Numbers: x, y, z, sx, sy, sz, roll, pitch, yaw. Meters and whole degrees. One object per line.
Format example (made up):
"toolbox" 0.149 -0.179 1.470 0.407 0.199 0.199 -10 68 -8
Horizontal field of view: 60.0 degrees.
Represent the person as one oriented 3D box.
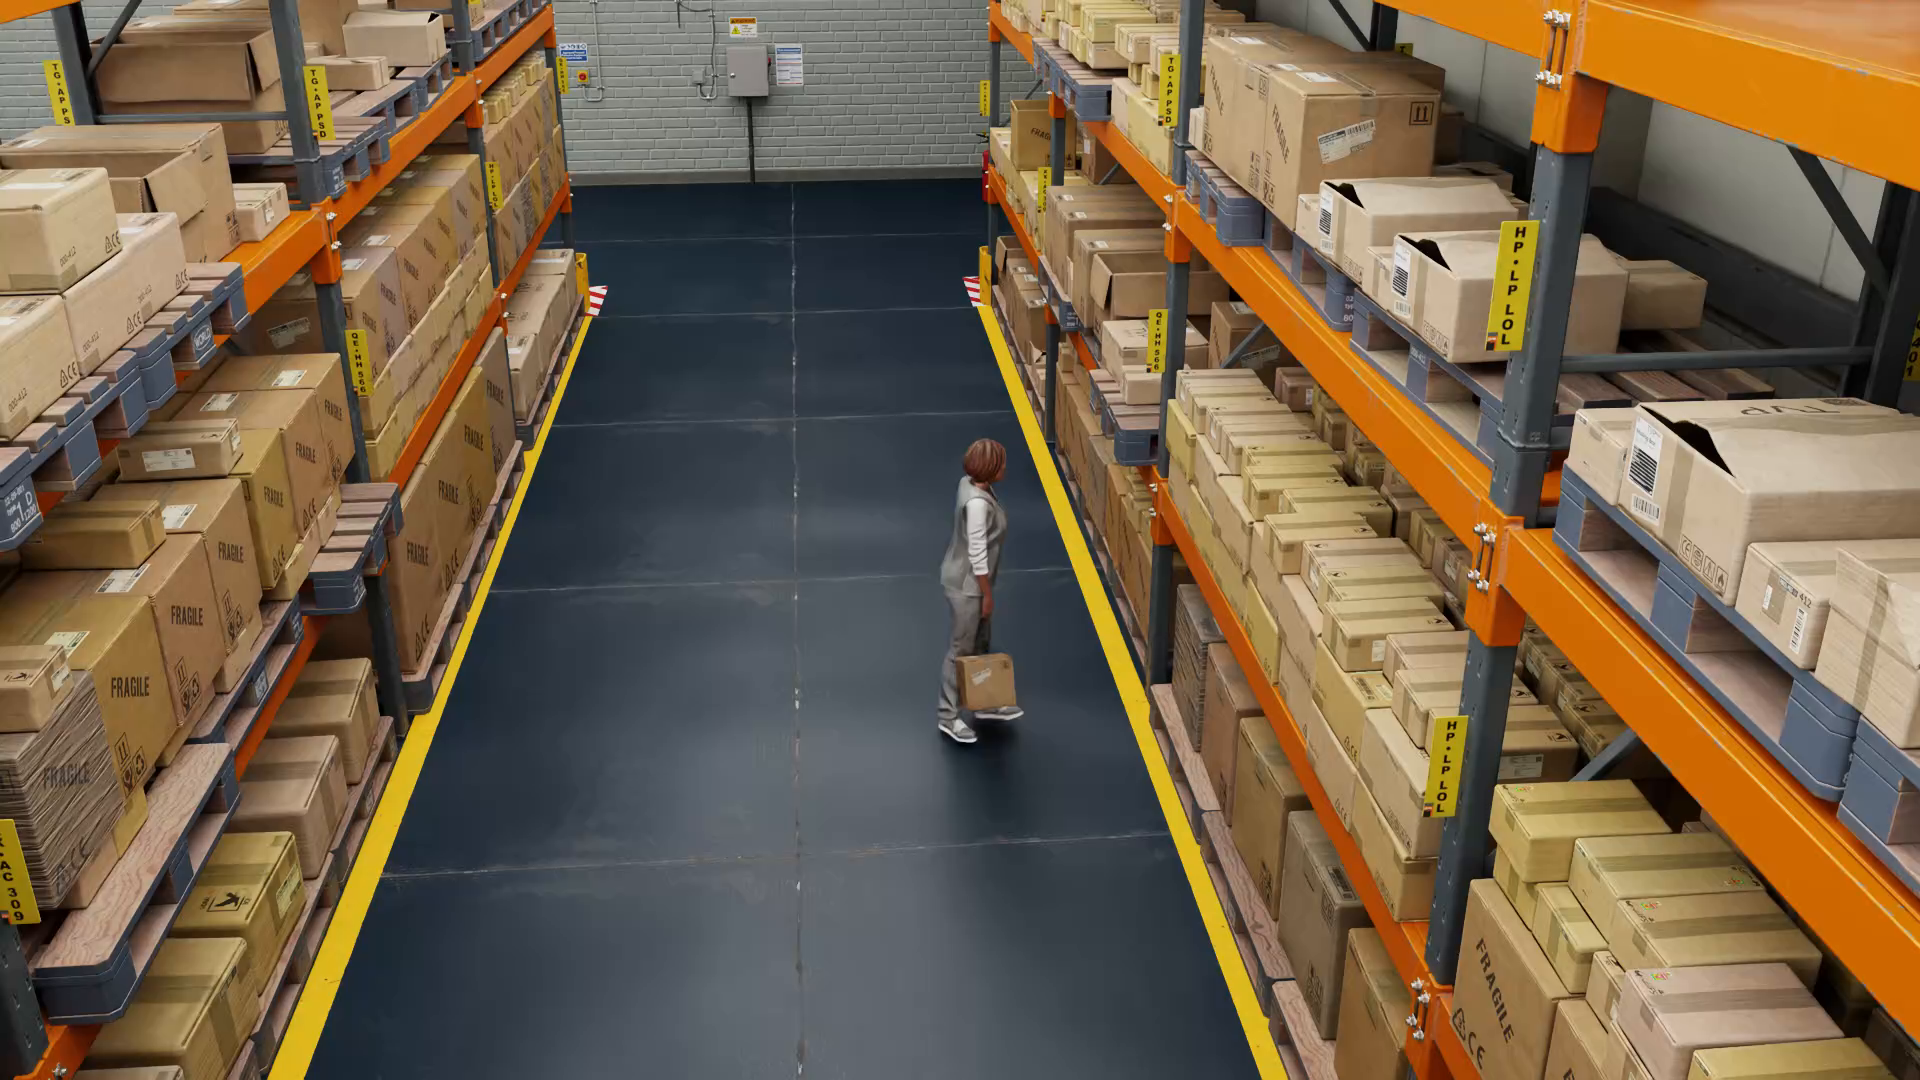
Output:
"person" 0.104 0.244 8.532 0.462 1.593 0.487 0 24 0
